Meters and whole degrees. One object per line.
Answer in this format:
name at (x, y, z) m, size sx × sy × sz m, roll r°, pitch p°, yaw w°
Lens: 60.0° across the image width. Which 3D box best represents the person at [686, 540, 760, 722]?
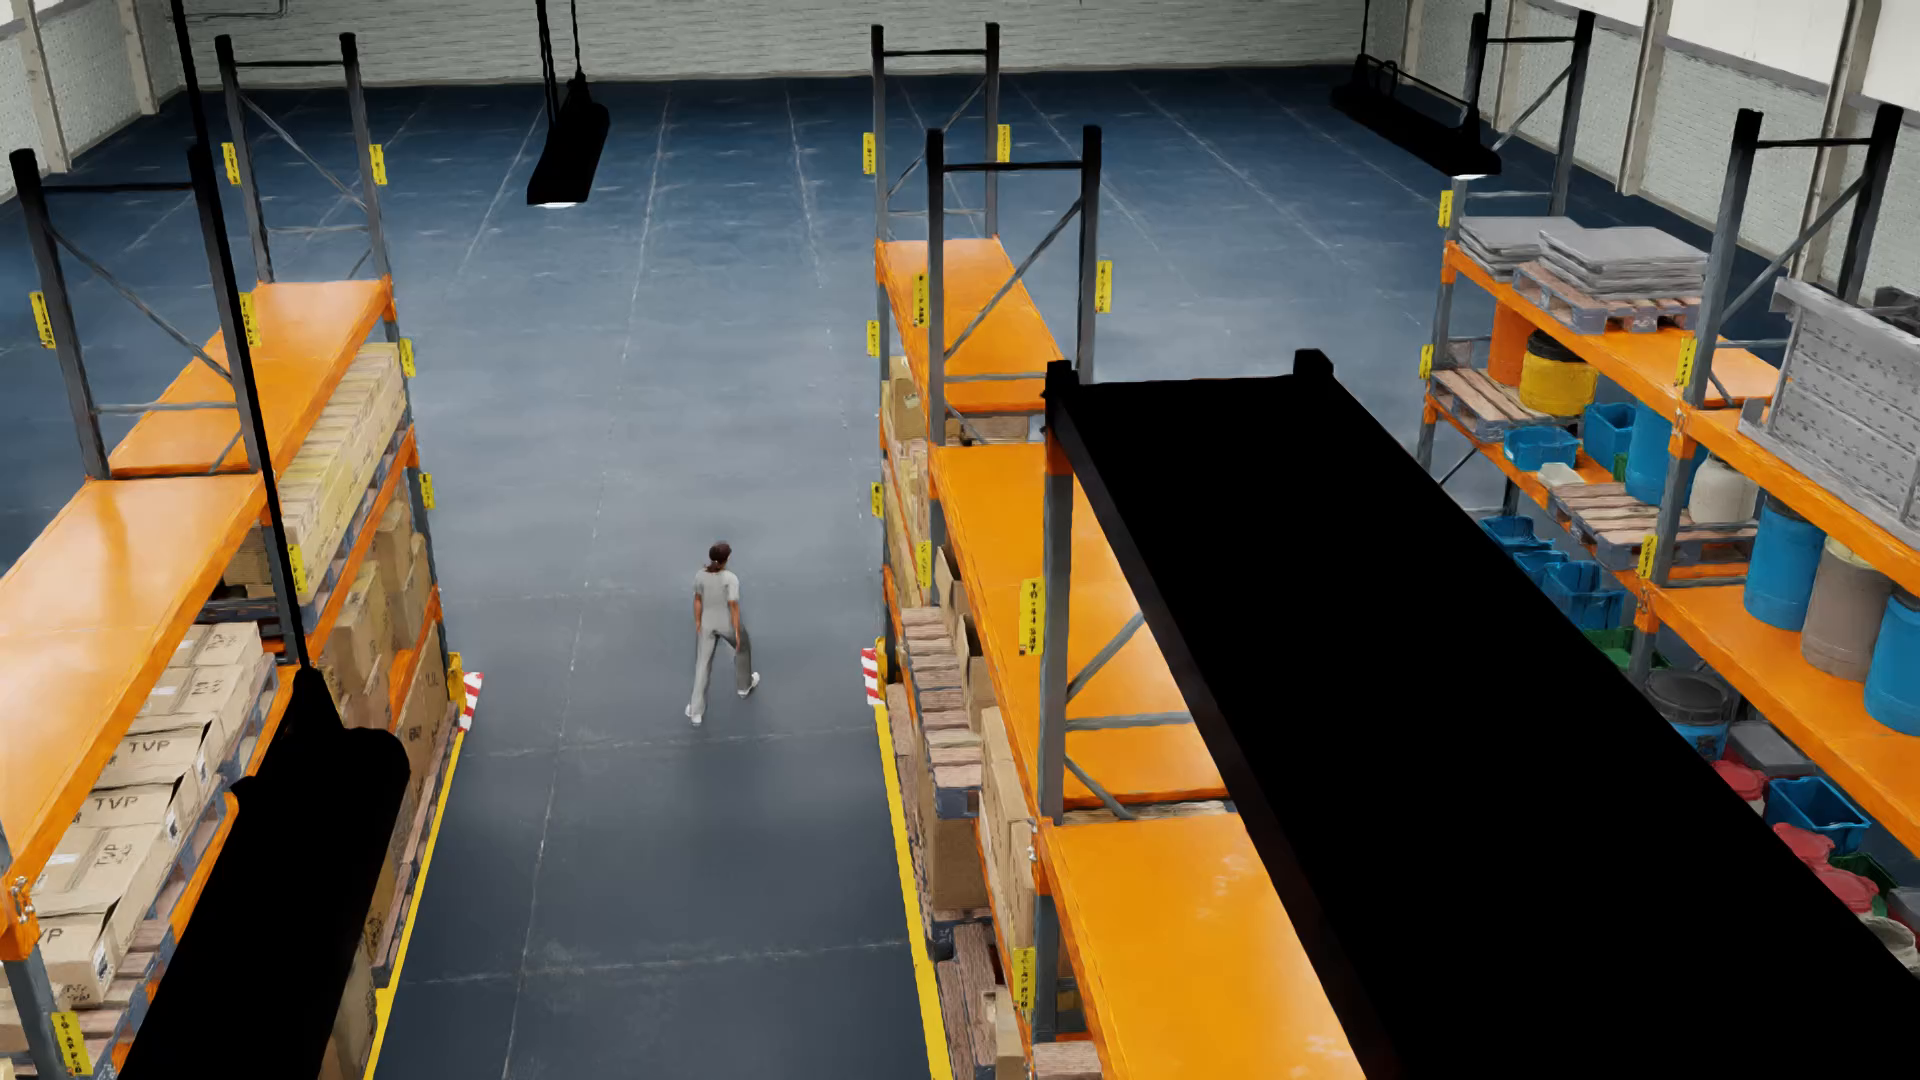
person at (-2.191, 0.784, 14.990) m, size 0.494 × 1.609 × 0.954 m, roll 6°, pitch 26°, yaw 12°
